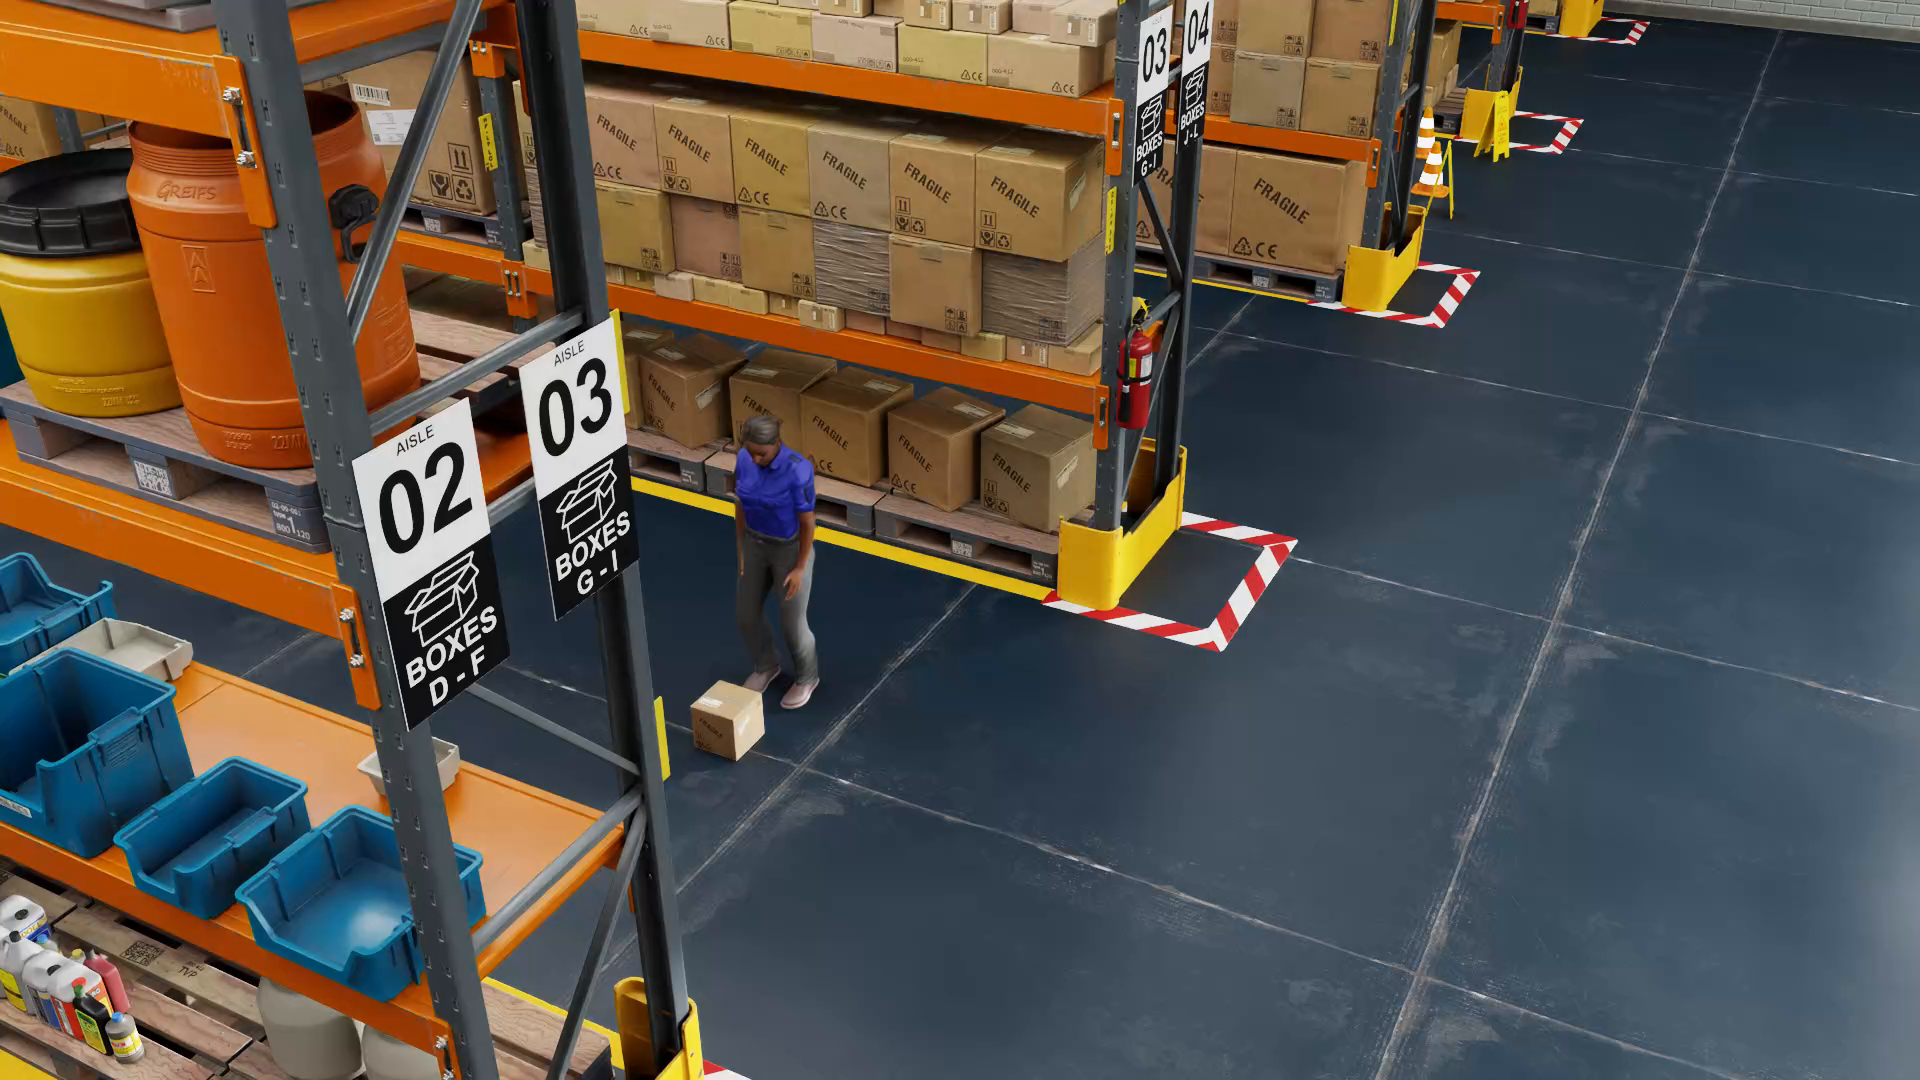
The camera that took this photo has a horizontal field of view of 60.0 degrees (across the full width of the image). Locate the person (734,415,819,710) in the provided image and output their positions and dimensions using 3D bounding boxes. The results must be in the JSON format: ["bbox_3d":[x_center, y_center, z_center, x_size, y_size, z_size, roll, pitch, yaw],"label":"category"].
[{"bbox_3d":[-0.896,0.089,8.191,0.453,1.618,0.367,15,34,24],"label":"person"}]
